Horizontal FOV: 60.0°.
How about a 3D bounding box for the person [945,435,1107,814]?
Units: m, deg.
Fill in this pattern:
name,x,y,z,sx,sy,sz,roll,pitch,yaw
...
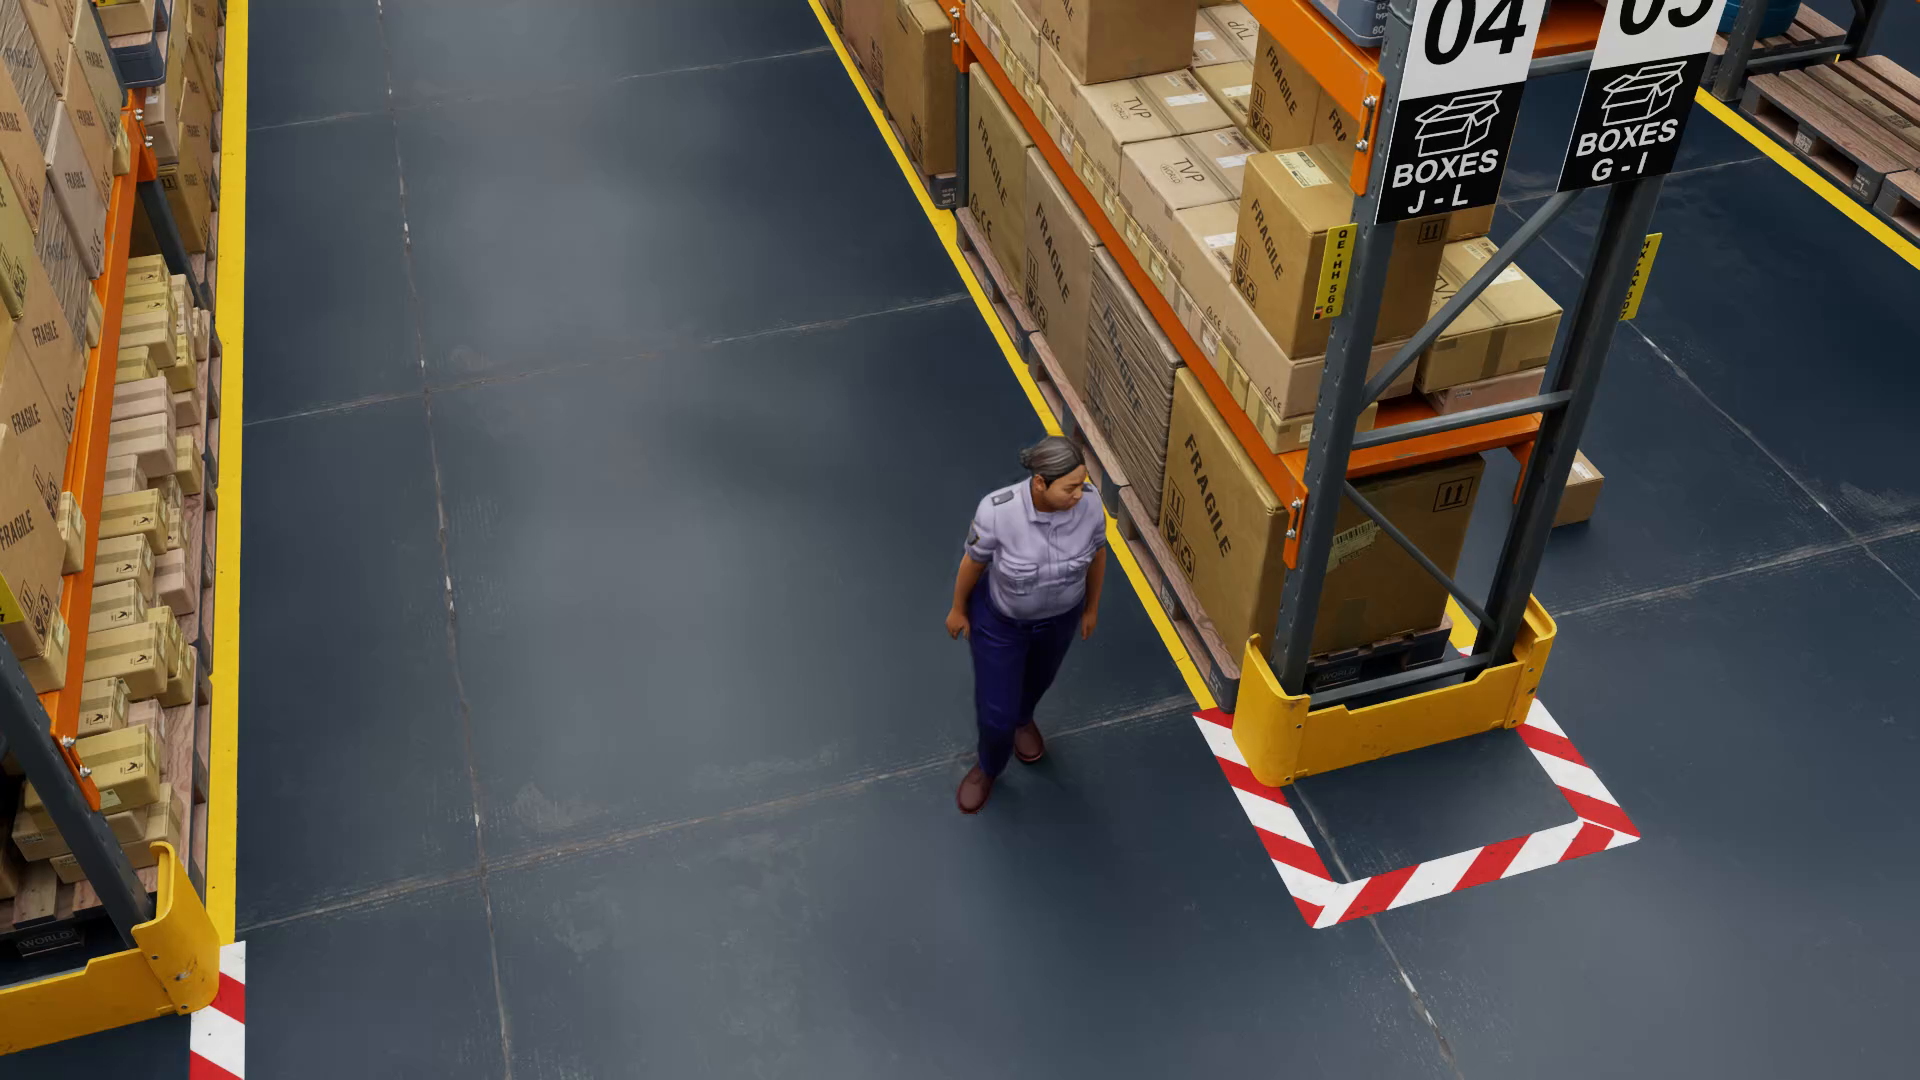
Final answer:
name,x,y,z,sx,sy,sz,roll,pitch,yaw
person,0.218,0.264,5.903,0.579,1.637,0.503,-13,44,-14
